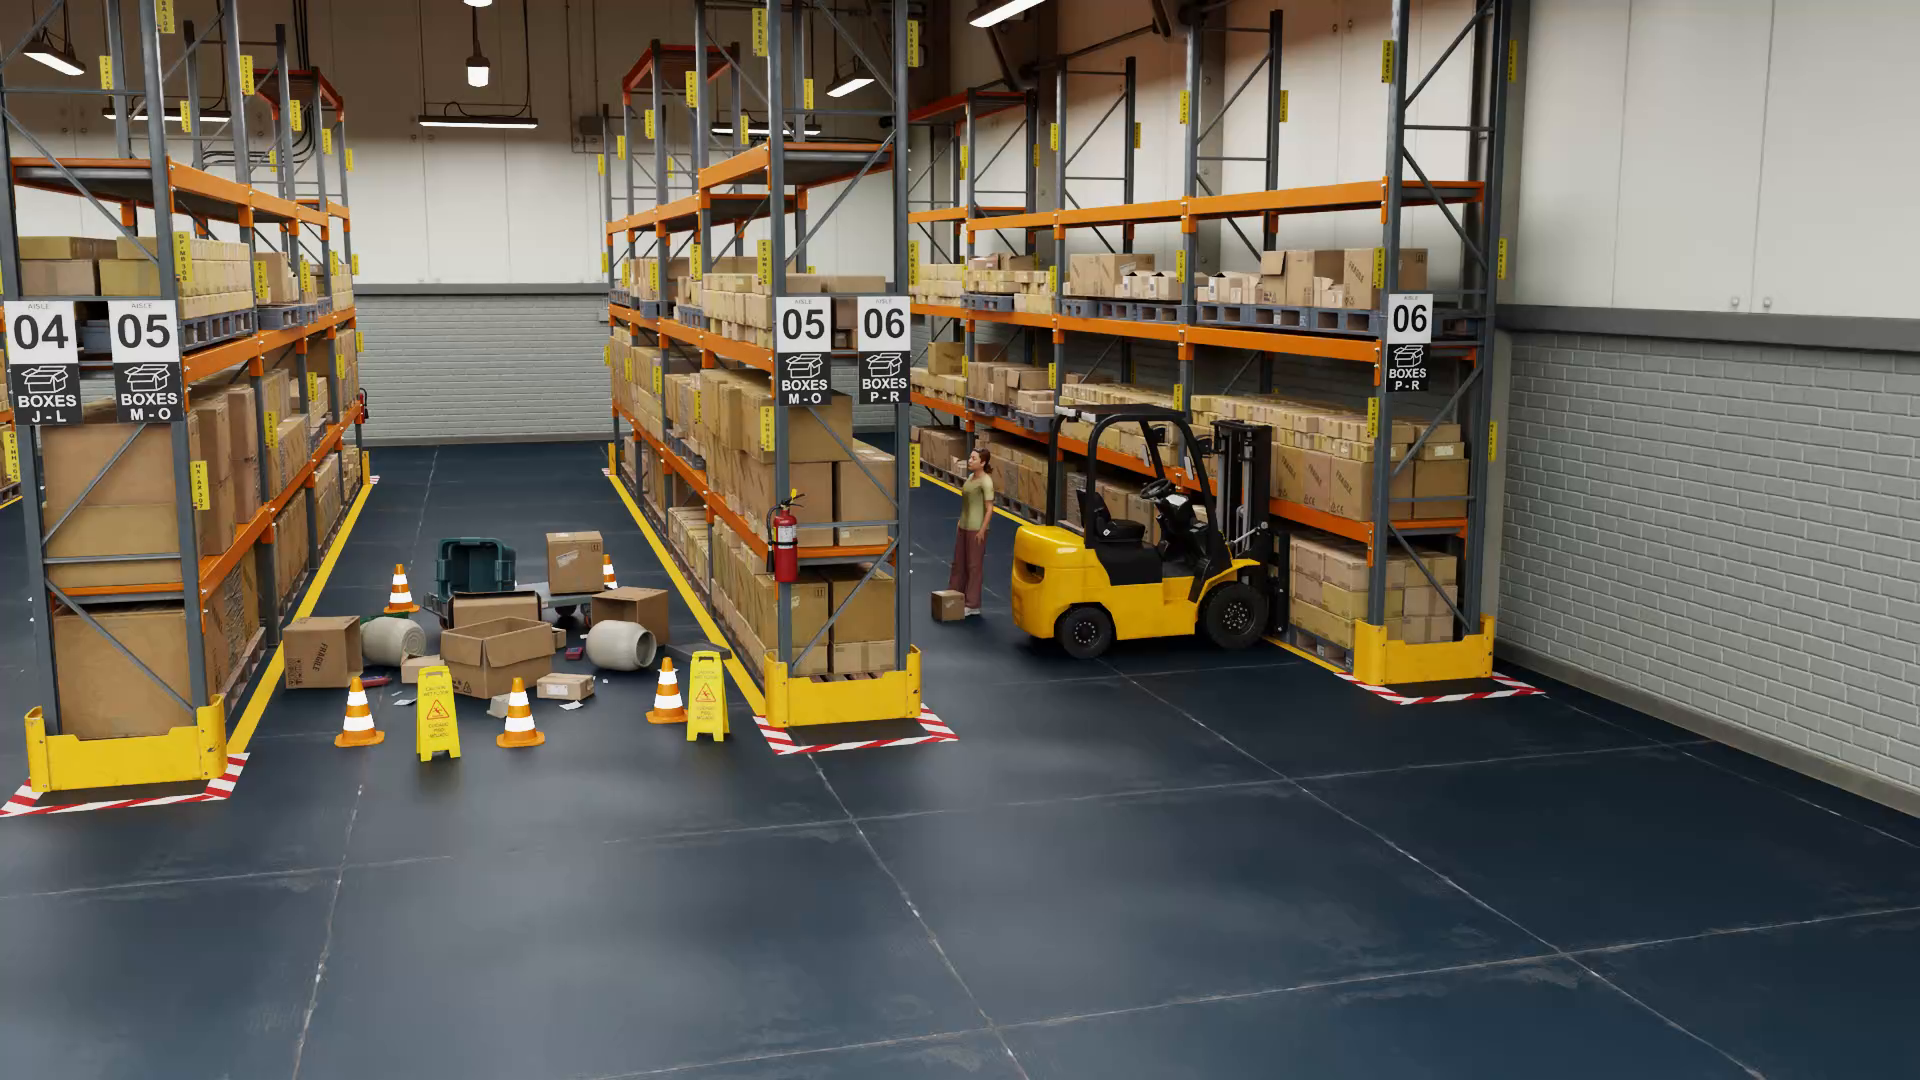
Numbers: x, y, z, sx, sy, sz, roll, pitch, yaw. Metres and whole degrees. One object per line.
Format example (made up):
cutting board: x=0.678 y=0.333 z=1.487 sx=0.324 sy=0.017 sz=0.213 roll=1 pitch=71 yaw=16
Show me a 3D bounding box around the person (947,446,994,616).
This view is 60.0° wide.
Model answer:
person: x=0.064 y=-0.087 z=16.355 sx=0.548 sy=1.673 sz=0.554 roll=-4 pitch=10 yaw=-24
